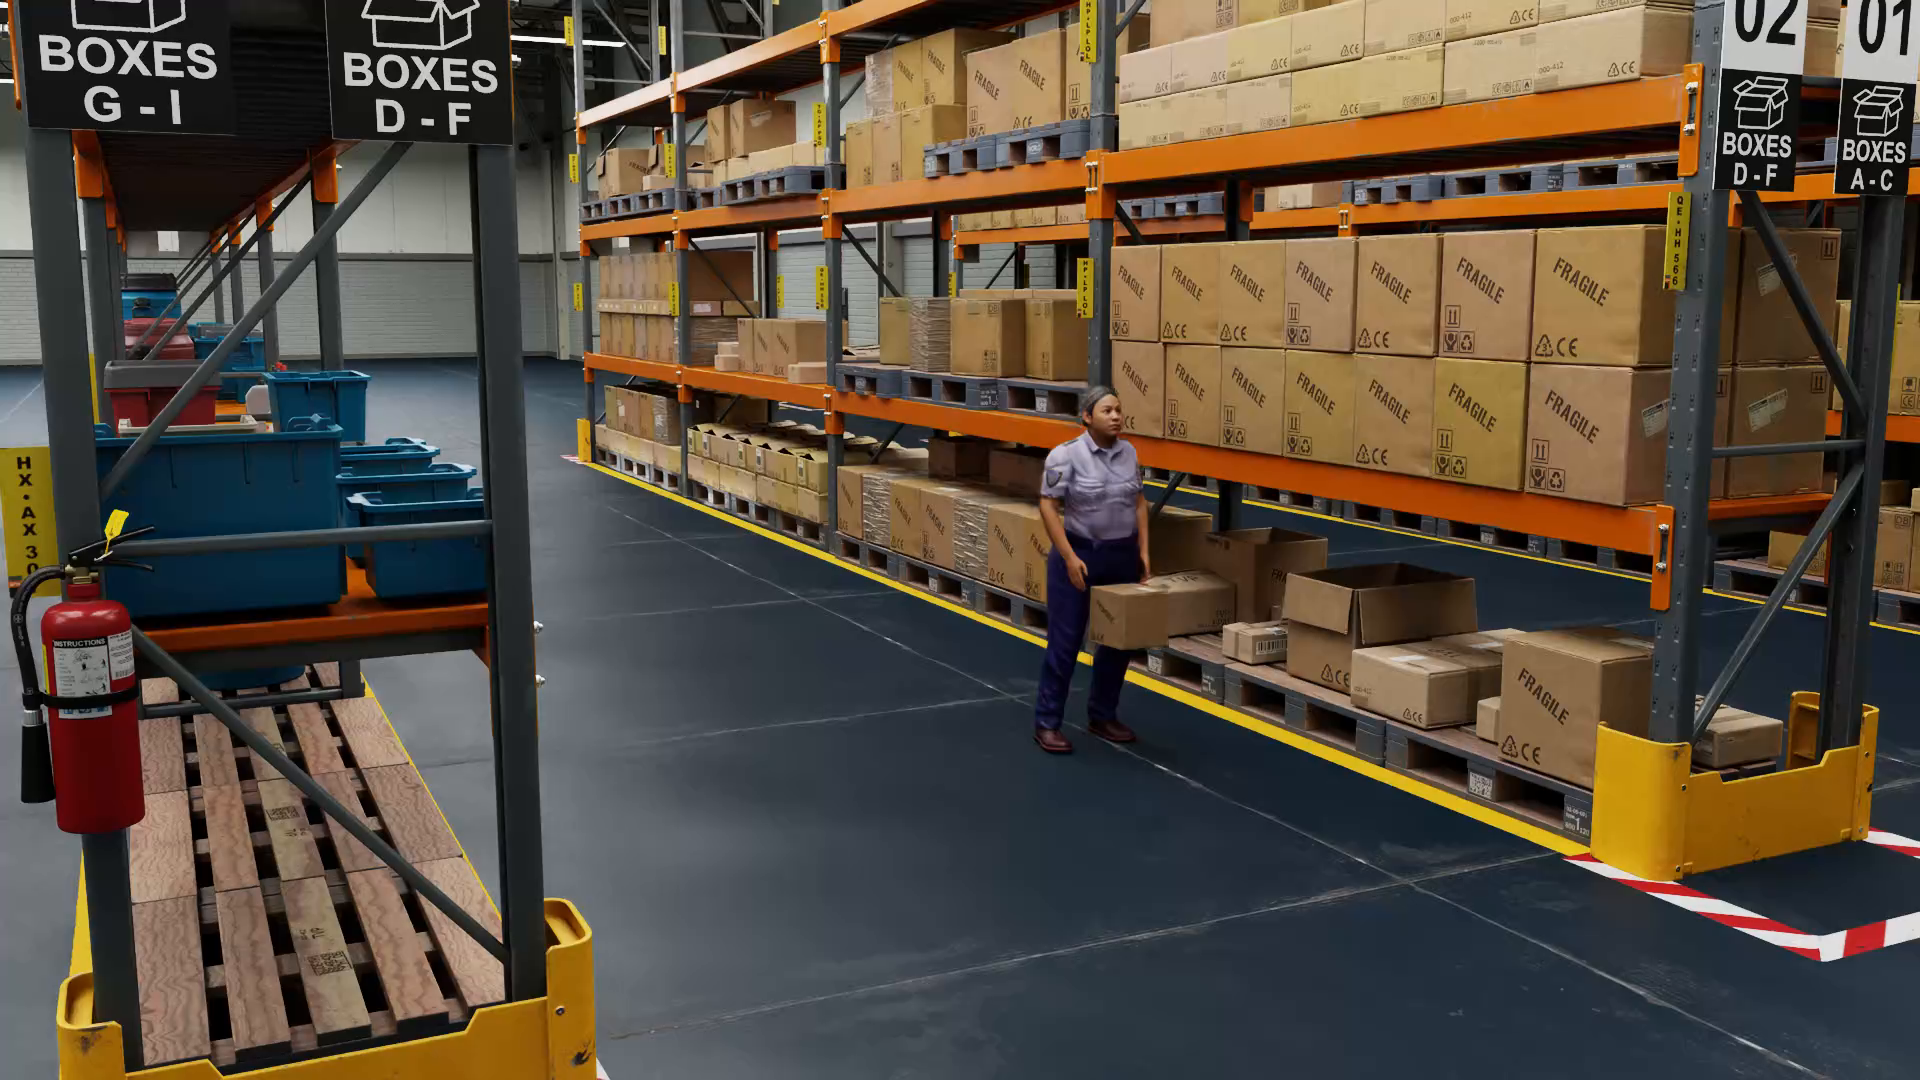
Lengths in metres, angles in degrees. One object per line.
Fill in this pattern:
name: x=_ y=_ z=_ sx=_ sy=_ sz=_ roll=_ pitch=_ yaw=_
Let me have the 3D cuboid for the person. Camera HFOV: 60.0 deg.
person: x=0.623 y=0.122 z=7.583 sx=0.574 sy=1.644 sz=0.384 roll=-4 pitch=10 yaw=-25
